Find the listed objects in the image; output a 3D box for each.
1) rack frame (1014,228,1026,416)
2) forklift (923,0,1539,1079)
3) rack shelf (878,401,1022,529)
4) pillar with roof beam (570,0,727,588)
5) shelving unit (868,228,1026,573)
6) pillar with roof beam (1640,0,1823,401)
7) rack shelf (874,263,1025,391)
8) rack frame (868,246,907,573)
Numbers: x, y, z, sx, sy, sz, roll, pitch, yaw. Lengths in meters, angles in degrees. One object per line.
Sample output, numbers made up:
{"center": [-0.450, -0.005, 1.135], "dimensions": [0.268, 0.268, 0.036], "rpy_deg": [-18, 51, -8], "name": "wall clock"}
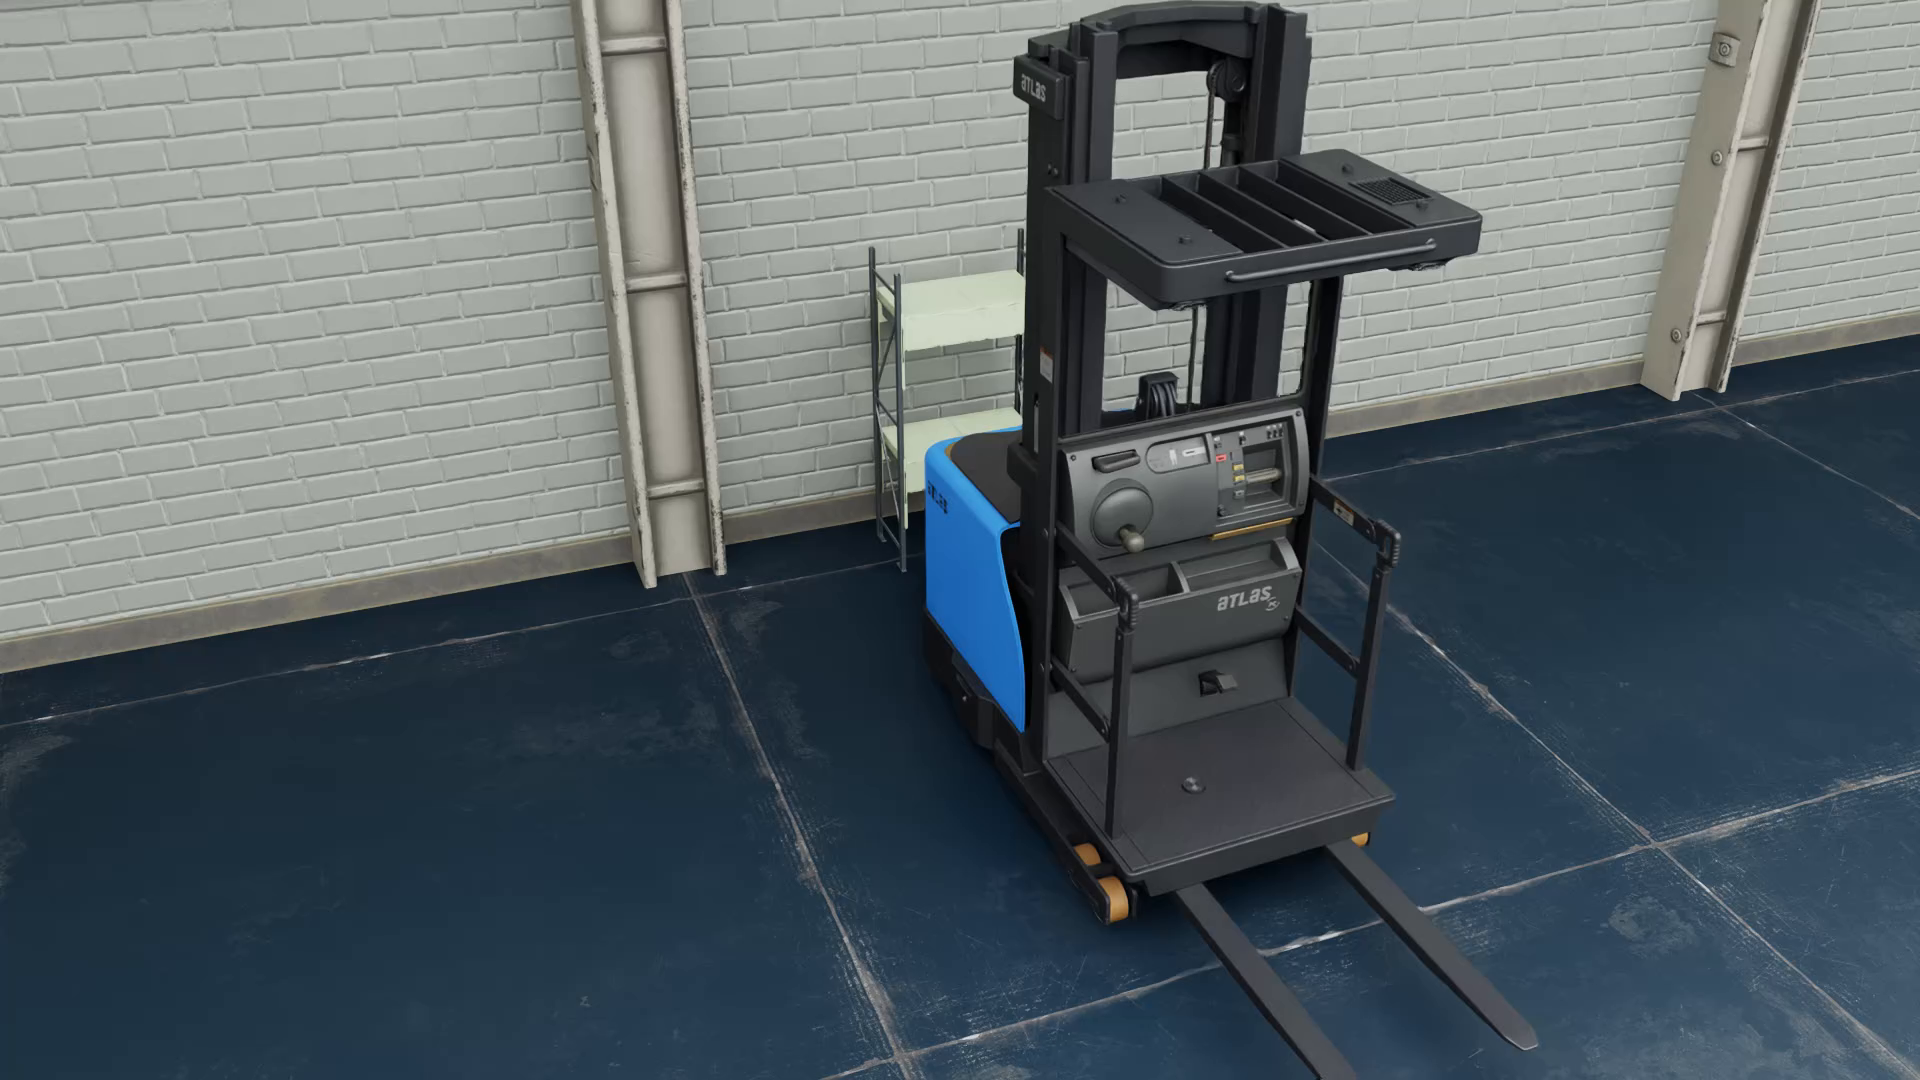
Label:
{"center": [0.349, -0.716, 7.992], "dimensions": [0.023, 1.500, 0.400], "rpy_deg": [-10, 31, -18], "name": "rack frame"}
{"center": [0.878, -0.160, 5.571], "dimensions": [1.130, 2.935, 3.031], "rpy_deg": [-12, 32, -20], "name": "forklift"}
{"center": [0.006, -0.370, 8.042], "dimensions": [0.720, 0.370, 0.431], "rpy_deg": [-10, 31, -18], "name": "rack shelf"}
{"center": [0.147, -1.789, 2.299], "dimensions": [0.400, 9.000, 9.100], "rpy_deg": [-10, 31, -18], "name": "pillar with roof beam"}
{"center": [0.006, -0.653, 7.881], "dimensions": [0.755, 1.500, 0.431], "rpy_deg": [-10, 31, -18], "name": "shelving unit"}
{"center": [5.771, -2.825, 4.117], "dimensions": [0.400, 9.000, 9.100], "rpy_deg": [-10, 31, -18], "name": "pillar with roof beam"}
{"center": [0.006, -0.992, 7.688], "dimensions": [0.720, 0.370, 0.431], "rpy_deg": [-10, 31, -18], "name": "rack shelf"}
{"center": [-0.337, -0.590, 7.770], "dimensions": [0.023, 1.500, 0.400], "rpy_deg": [-10, 31, -18], "name": "rack frame"}
